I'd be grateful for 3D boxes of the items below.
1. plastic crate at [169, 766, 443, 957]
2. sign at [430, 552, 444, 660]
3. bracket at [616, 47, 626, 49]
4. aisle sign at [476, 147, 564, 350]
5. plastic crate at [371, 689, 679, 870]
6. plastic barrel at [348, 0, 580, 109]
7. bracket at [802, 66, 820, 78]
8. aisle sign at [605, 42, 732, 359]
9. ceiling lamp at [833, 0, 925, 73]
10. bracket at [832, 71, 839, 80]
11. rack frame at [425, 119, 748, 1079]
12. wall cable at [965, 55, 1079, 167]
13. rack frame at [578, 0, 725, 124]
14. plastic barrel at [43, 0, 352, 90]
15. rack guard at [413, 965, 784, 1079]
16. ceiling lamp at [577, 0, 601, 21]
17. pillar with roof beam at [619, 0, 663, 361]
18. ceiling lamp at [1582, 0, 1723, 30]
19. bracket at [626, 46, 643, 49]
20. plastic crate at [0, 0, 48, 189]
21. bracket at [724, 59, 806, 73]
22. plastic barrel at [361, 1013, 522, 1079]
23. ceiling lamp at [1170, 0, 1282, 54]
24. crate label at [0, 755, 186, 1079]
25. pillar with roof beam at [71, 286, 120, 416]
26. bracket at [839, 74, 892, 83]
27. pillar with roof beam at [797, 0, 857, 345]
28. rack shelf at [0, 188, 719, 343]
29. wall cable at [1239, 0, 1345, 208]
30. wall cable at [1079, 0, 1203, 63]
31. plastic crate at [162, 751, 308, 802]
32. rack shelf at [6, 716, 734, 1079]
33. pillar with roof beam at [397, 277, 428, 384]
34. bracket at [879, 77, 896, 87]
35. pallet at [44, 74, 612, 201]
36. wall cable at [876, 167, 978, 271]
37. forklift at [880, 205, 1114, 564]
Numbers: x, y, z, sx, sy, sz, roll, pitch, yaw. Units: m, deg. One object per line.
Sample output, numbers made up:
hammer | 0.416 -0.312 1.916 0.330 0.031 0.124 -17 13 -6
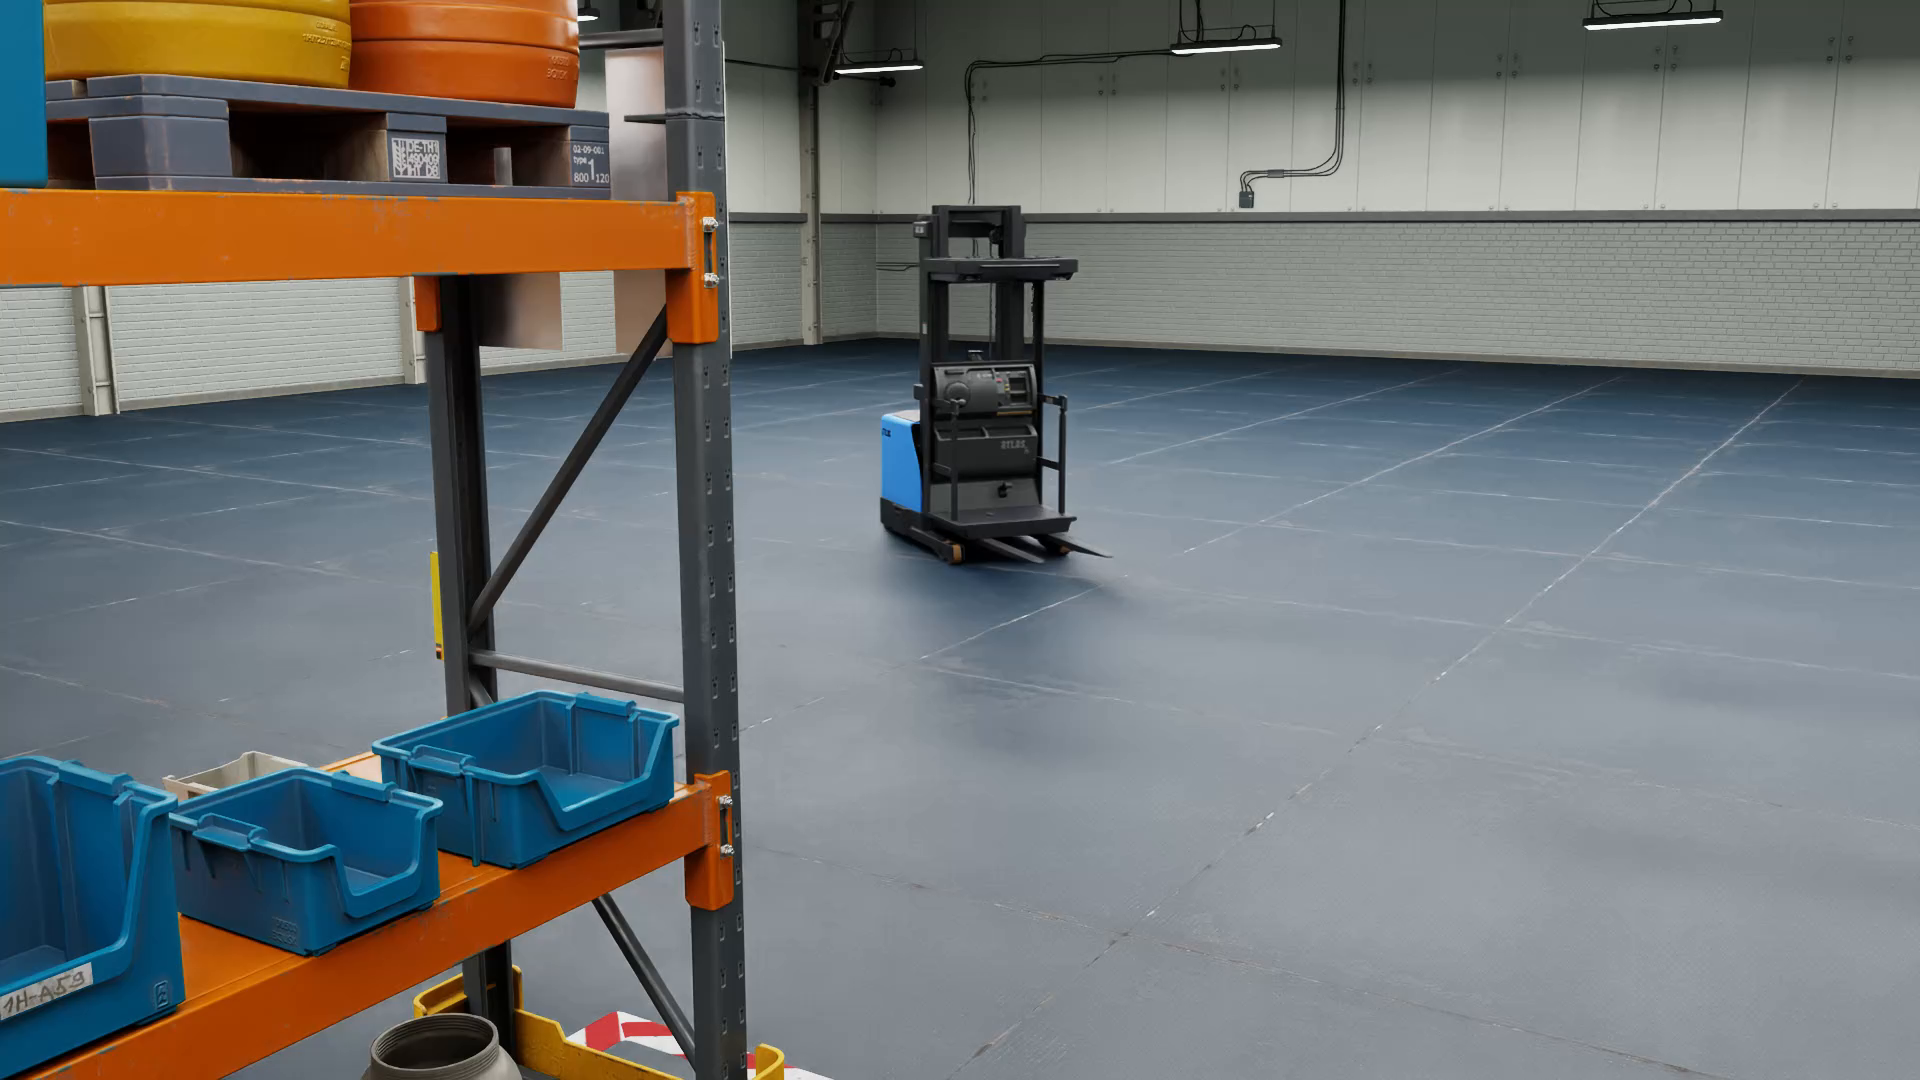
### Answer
plastic crate | -1.395 0.670 3.541 0.499 0.251 0.408 6 12 31
sign | -1.516 0.199 4.902 0.100 0.325 0.005 6 12 31
bracket | -7.917 -9.470 31.217 0.076 0.066 4.783 6 12 31
aisle sign | -1.261 -0.929 4.613 0.394 0.787 0.004 6 12 31
plastic crate | -1.053 0.569 4.083 0.499 0.251 0.616 6 12 31
plastic barrel | -1.192 -1.415 3.815 0.600 0.830 0.708 6 12 31
bracket | -3.464 -10.819 38.421 0.235 0.232 0.430 6 12 31
aisle sign | -0.757 -0.872 4.312 0.394 0.787 0.004 6 12 31
ceiling lamp | -1.499 -10.956 33.075 2.000 3.185 0.800 6 12 31
bracket | -3.033 -10.949 39.119 0.235 0.232 0.430 6 12 31
rack frame | -1.048 0.388 4.643 1.000 3.000 0.127 6 12 31
wall cable | 1.420 -10.183 39.523 3.097 2.526 0.112 6 12 31
rack frame | -1.048 -2.560 4.091 1.000 3.000 0.127 6 12 31
plastic barrel | -1.532 -1.194 3.288 0.600 0.588 0.600 0 11 0
rack guard | -1.048 1.633 4.785 1.175 0.500 0.348 6 12 31
ceiling lamp | -6.229 -9.524 25.422 2.000 3.185 0.800 6 12 31
pillar with roof beam | -2.988 -7.794 32.045 9.100 9.000 0.548 6 12 31
ceiling lamp | 10.851 -9.576 25.701 2.000 3.185 0.800 6 12 31
bracket | -6.579 -9.875 33.381 0.235 0.232 0.430 6 12 31
plastic crate | -1.781 -0.749 2.612 0.392 0.384 0.575 6 12 31
bracket | -4.802 -10.414 36.257 0.076 0.066 4.783 6 12 31
plastic barrel | -1.325 1.516 4.241 0.421 0.512 0.421 0 11 0
ceiling lamp | 4.817 -10.250 29.304 2.000 3.185 0.800 6 12 31
crate label | -1.773 0.686 2.955 0.502 0.435 0.616 6 12 31
pillar with roof beam | -9.218 -5.907 21.964 9.100 9.000 0.400 6 12 31
bracket | -2.109 -11.229 40.613 0.076 0.066 3.189 6 12 31
pillar with roof beam | 0.127 -8.737 37.085 9.100 9.000 0.548 6 12 31
rack shelf | -2.087 -0.418 2.753 1.077 0.370 4.000 6 12 31
wall cable | 7.213 -10.248 35.912 2.305 6.003 0.169 6 12 31
wall cable | 4.065 -12.123 37.525 3.097 2.526 0.112 6 12 31
plastic crate | -1.788 0.628 4.079 0.298 0.136 0.250 6 12 31
rack shelf | -2.087 1.057 3.029 1.077 0.370 4.000 6 12 31
pillar with roof beam | -6.103 -6.850 27.005 9.100 9.000 0.548 6 12 31
bracket | -1.803 -11.322 41.110 0.235 0.232 0.430 6 12 31
pallet | -1.562 -0.872 3.739 1.003 0.211 1.213 6 12 31
wall cable | -0.892 -7.959 41.368 3.097 2.526 0.112 6 12 31
forklift | 0.304 -1.328 13.997 1.130 2.935 3.031 -4 11 -23
